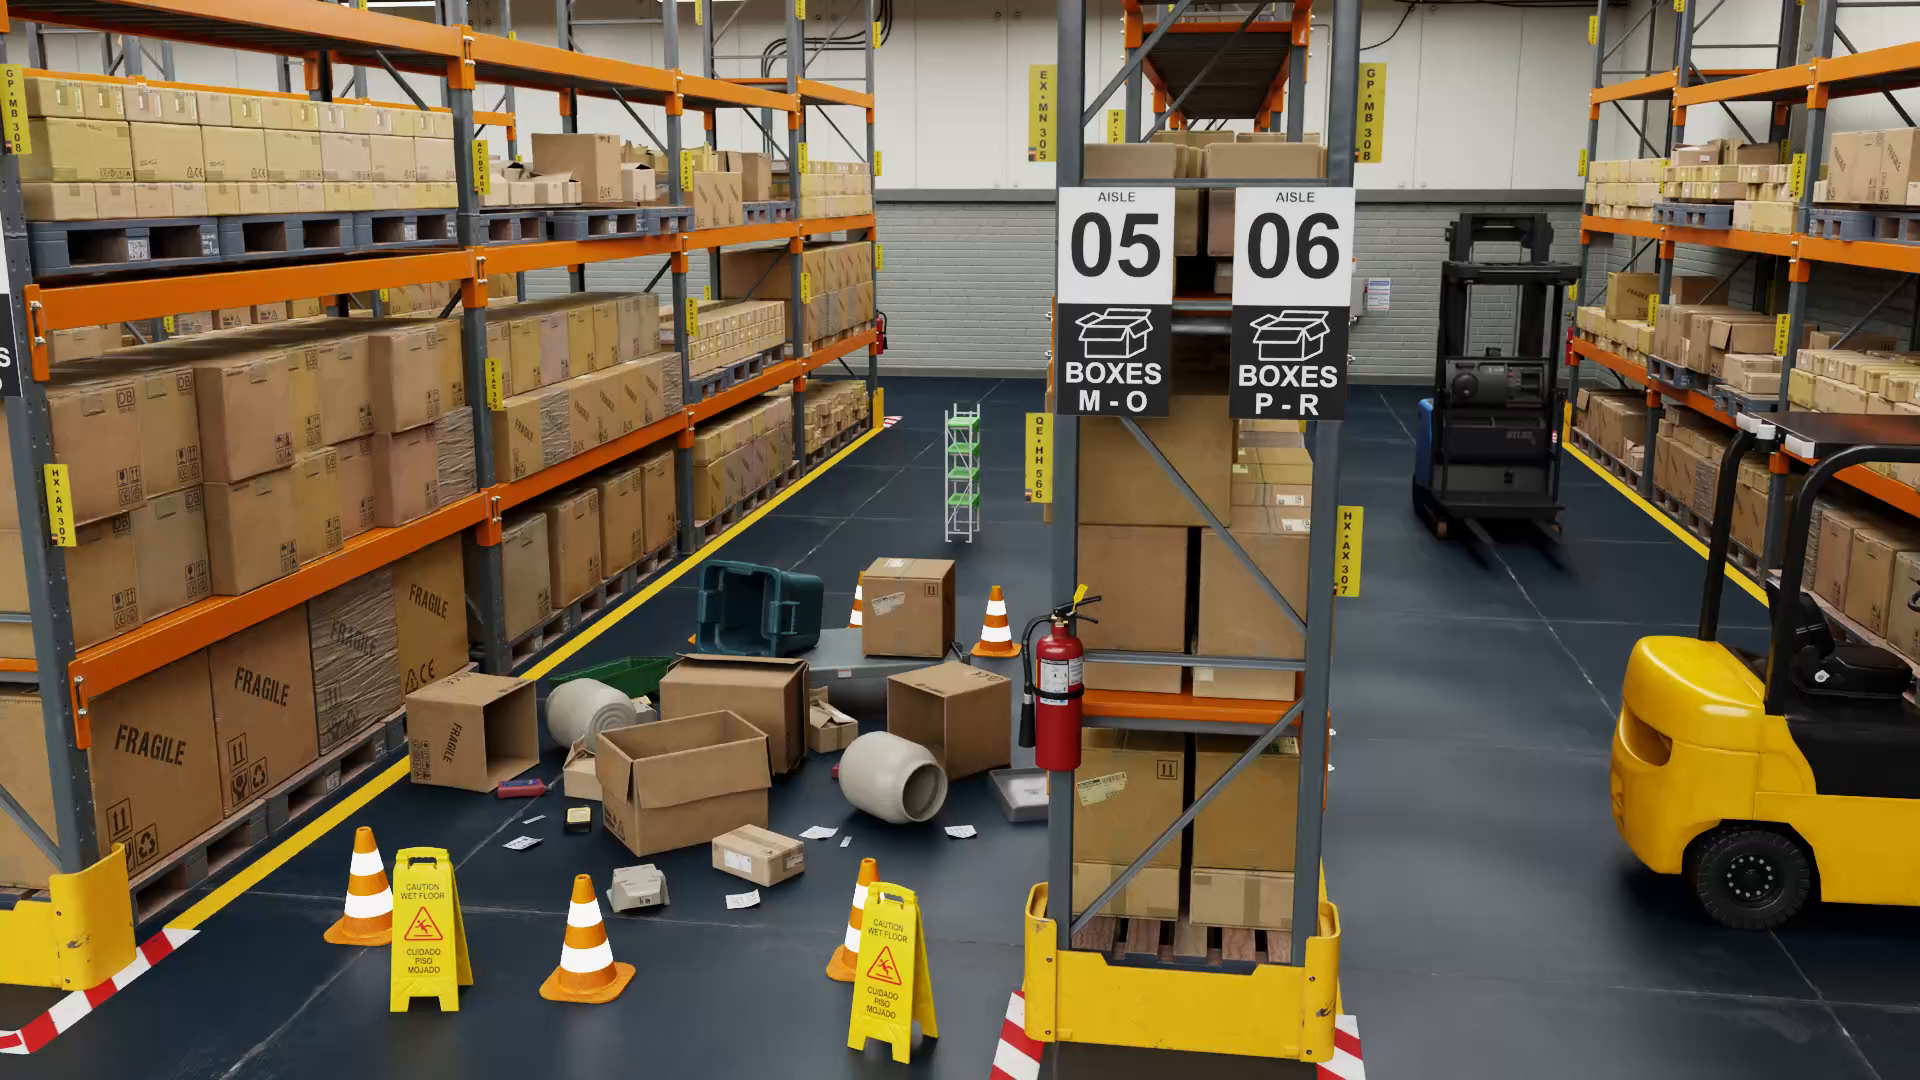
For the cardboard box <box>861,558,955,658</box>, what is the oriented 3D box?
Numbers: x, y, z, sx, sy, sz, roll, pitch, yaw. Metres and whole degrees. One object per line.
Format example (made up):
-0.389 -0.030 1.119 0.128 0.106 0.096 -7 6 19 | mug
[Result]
-0.316 0.414 10.344 0.500 0.500 0.500 2 12 9 | cardboard box

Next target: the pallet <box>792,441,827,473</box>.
-2.160 -0.969 19.244 1.003 0.211 1.213 2 12 9 | pallet

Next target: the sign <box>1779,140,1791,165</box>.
8.132 -3.786 16.415 0.100 0.325 0.005 2 12 9 | sign

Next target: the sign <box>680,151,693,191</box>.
-2.297 -3.096 13.962 0.100 0.325 0.005 2 12 9 | sign

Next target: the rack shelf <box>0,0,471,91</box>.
-3.767 -2.495 8.123 1.077 0.370 4.000 2 12 9 | rack shelf

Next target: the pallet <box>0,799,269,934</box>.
-4.029 1.501 7.783 1.003 0.211 1.213 2 12 9 | pallet

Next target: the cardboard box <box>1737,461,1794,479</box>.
6.889 -0.582 14.225 0.380 0.149 0.250 1 12 7 | cardboard box

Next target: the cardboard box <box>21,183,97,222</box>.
-3.705 -1.352 6.644 0.380 0.149 0.250 2 12 9 | cardboard box

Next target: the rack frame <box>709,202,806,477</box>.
-2.229 -2.191 18.296 1.000 3.000 0.127 2 12 9 | rack frame

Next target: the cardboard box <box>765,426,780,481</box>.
-2.173 -0.905 17.267 0.500 0.500 0.500 2 12 7 | cardboard box

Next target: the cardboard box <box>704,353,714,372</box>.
-2.493 -1.639 15.336 0.380 0.149 0.250 3 12 11 | cardboard box

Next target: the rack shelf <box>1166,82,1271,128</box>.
2.370 -4.021 15.204 1.077 0.370 4.000 2 12 9 | rack shelf

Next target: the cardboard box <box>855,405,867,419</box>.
-1.428 -1.662 21.613 0.380 0.149 0.250 2 12 10 | cardboard box

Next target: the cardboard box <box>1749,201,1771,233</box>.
6.884 -2.671 13.761 0.500 0.250 0.500 2 12 9 | cardboard box

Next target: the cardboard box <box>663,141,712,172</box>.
-2.430 -3.430 14.873 0.396 0.266 0.258 2 12 9 | cardboard box

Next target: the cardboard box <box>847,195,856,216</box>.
-1.583 -4.104 20.410 0.500 0.250 0.500 2 12 11 | cardboard box

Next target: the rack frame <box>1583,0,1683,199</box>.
8.198 -5.657 20.139 1.000 3.000 0.127 2 12 9 | rack frame

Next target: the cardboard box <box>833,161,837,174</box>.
-1.668 -4.403 19.663 0.380 0.149 0.250 2 12 7 | cardboard box

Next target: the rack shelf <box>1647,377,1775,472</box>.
7.276 -1.124 15.051 1.077 0.370 4.000 2 12 9 | rack shelf

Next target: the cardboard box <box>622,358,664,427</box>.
-2.726 -1.201 13.465 0.500 0.500 0.500 2 12 9 | cardboard box

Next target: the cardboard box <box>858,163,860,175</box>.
-1.488 -4.728 21.173 0.380 0.149 0.250 2 12 9 | cardboard box

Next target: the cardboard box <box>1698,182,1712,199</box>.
6.942 -3.175 15.103 0.380 0.149 0.250 2 12 10 | cardboard box

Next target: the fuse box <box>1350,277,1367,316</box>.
6.191 -3.331 26.642 0.539 1.711 0.414 2 12 9 | fuse box

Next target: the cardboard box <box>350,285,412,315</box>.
-6.788 -2.903 19.469 0.500 0.500 0.500 2 12 9 | cardboard box

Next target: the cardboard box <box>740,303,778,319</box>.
-2.138 -2.418 17.539 0.380 0.149 0.250 2 12 7 | cardboard box

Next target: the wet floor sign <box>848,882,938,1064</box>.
-0.254 1.602 6.284 0.267 0.644 0.232 7 14 28 | wet floor sign

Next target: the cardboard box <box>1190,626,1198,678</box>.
1.114 0.452 6.628 0.380 0.149 0.250 2 12 9 | cardboard box

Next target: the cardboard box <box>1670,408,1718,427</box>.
7.273 -1.216 16.462 0.380 0.149 0.250 1 12 6 | cardboard box

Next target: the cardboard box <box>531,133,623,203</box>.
-2.834 -2.757 12.330 0.500 0.500 0.500 2 12 9 | cardboard box

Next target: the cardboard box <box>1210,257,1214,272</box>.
1.369 -1.335 7.803 0.380 0.149 0.250 2 12 8 | cardboard box

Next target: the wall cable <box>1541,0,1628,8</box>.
10.331 -9.509 24.812 2.988 3.039 0.133 2 12 9 | wall cable

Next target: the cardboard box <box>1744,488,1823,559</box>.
6.821 -0.137 13.703 0.500 0.500 0.500 2 12 10 | cardboard box

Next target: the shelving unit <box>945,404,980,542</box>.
0.025 -0.621 15.283 0.258 1.200 0.503 2 12 9 | shelving unit

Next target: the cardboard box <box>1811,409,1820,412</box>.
6.576 -0.797 12.182 0.500 0.250 0.500 2 12 7 | cardboard box

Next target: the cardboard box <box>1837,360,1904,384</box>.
6.546 -1.203 11.936 0.380 0.149 0.250 2 12 9 | cardboard box

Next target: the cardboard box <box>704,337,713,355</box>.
-2.494 -1.792 15.341 0.380 0.149 0.250 1 12 7 | cardboard box

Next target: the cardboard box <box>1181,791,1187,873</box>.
0.778 1.301 7.624 0.500 0.250 0.500 2 12 9 | cardboard box

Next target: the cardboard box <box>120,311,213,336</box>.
-7.601 -2.231 15.863 0.797 0.503 0.637 2 12 11 | cardboard box

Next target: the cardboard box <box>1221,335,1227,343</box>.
1.066 -0.879 8.892 0.700 0.500 0.500 2 12 9 | cardboard box

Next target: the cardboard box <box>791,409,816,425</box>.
-1.870 -1.414 19.048 0.380 0.149 0.250 3 12 11 | cardboard box

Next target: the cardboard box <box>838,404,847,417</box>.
-1.616 -1.592 20.583 0.380 0.149 0.250 3 12 11 | cardboard box

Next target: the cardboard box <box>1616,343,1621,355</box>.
7.638 -2.164 18.767 0.380 0.149 0.250 2 12 9 | cardboard box

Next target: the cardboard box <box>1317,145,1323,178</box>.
1.211 -1.457 6.476 0.380 0.149 0.250 2 12 9 | cardboard box

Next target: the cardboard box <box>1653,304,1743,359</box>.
7.288 -2.052 16.418 0.700 0.500 0.500 2 12 10 | cardboard box

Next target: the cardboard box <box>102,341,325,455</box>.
-3.812 -0.714 8.525 0.875 0.550 0.500 2 12 9 | cardboard box

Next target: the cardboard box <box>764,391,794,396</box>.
-2.213 -1.753 20.624 0.380 0.149 0.250 2 12 10 | cardboard box

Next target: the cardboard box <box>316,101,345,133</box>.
-3.395 -2.164 8.520 0.380 0.149 0.250 2 12 8 | cardboard box

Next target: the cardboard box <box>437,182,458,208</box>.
-3.199 -2.037 9.824 0.380 0.149 0.250 2 12 8 | cardboard box

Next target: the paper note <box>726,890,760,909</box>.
-0.989 1.637 7.584 0.148 0.019 0.142 -2 12 -11 | paper note

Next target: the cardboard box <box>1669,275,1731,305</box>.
8.075 -2.632 18.211 0.500 0.500 0.500 2 12 7 | cardboard box

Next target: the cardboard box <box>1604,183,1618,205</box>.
7.711 -3.966 19.065 0.500 0.250 0.500 2 12 7 | cardboard box

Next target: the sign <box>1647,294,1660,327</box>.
7.046 -2.331 16.890 0.100 0.325 0.005 2 12 9 | sign

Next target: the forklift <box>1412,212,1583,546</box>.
4.961 -1.497 15.239 1.130 2.935 3.031 1 12 7 | forklift
